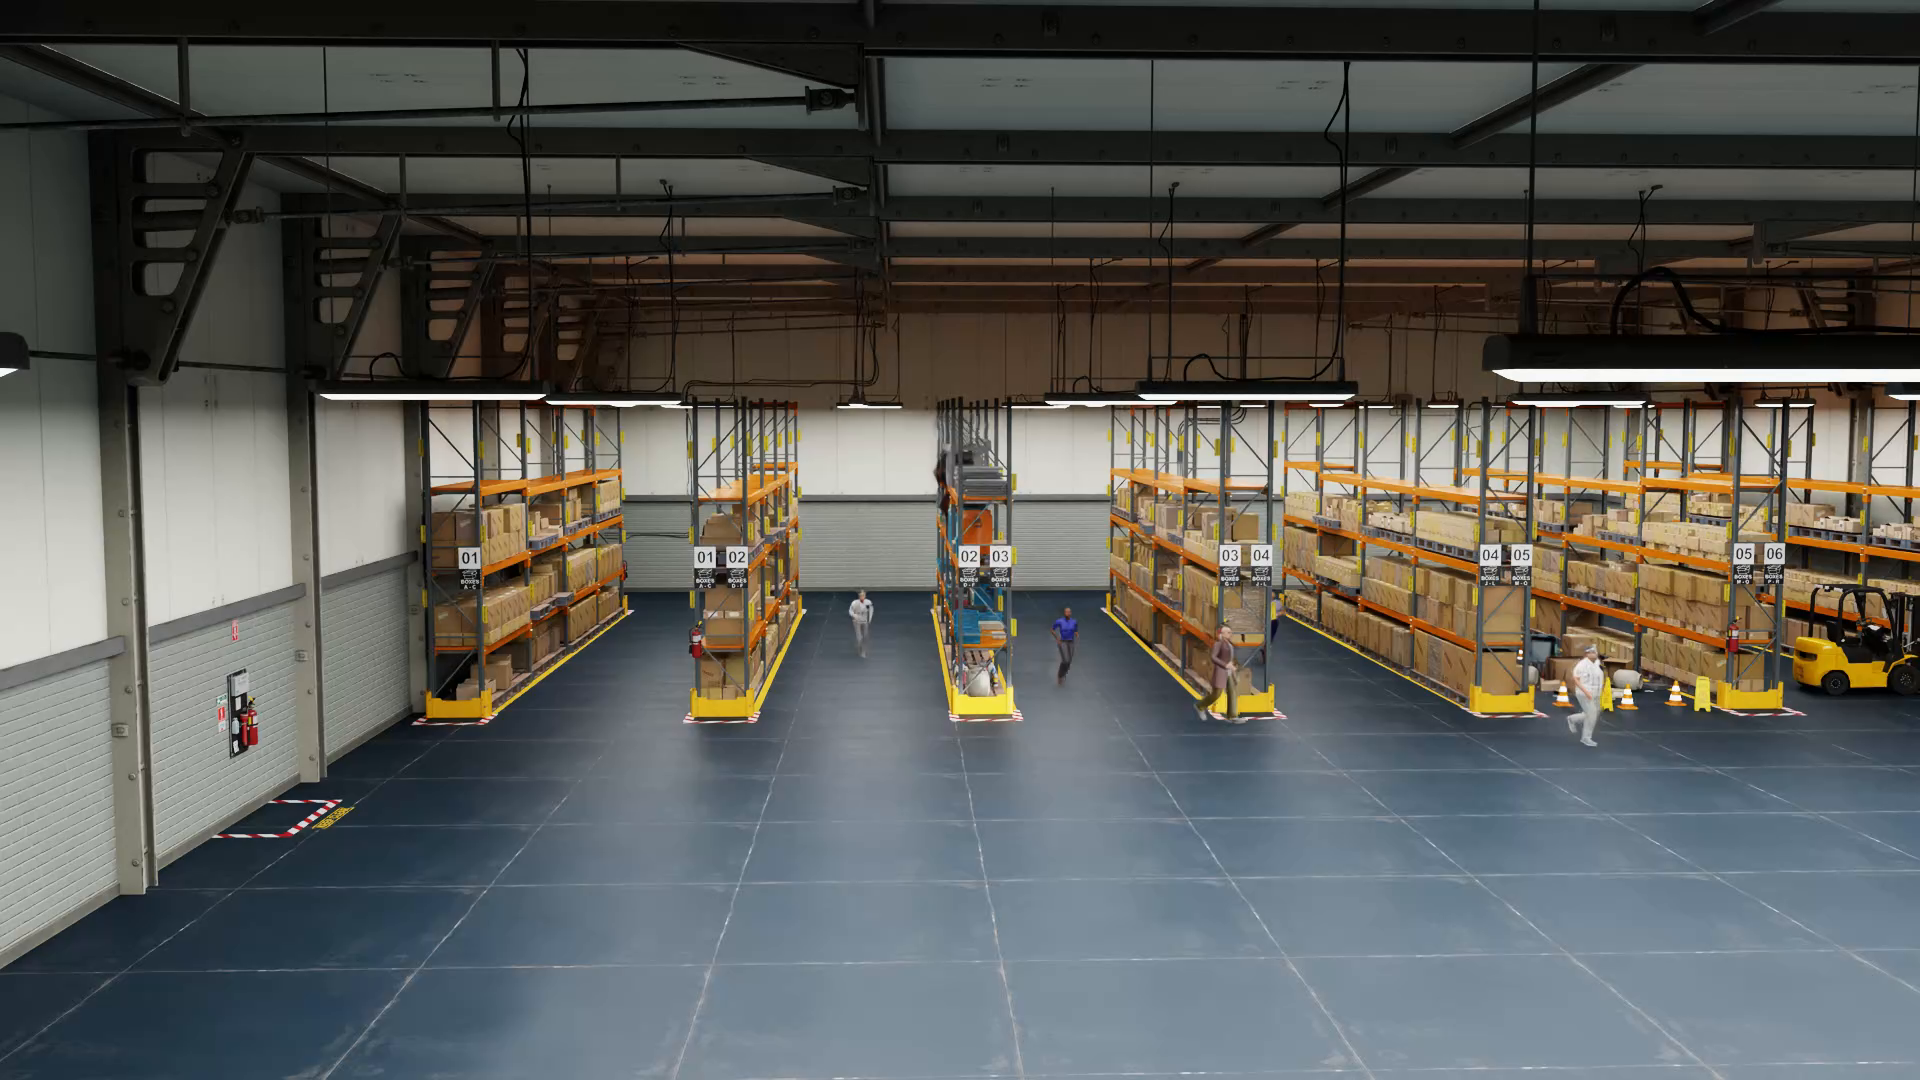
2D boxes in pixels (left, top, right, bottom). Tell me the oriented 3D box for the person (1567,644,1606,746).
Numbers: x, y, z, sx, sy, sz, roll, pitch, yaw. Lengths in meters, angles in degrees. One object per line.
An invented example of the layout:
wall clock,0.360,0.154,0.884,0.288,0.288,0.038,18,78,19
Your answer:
person,10.779,2.638,28.742,0.675,1.770,0.665,-3,5,-34

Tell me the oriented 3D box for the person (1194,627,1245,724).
person,4.807,2.483,30.458,1.040,1.713,0.706,4,6,43

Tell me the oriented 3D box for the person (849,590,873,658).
person,-2.293,1.946,38.721,0.605,1.618,0.682,-1,5,-13

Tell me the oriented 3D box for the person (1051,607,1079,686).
person,2.240,2.229,34.778,0.552,1.662,0.686,-2,5,-21

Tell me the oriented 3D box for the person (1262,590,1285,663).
person,7.099,1.974,38.012,0.617,1.708,0.718,-1,4,-9
